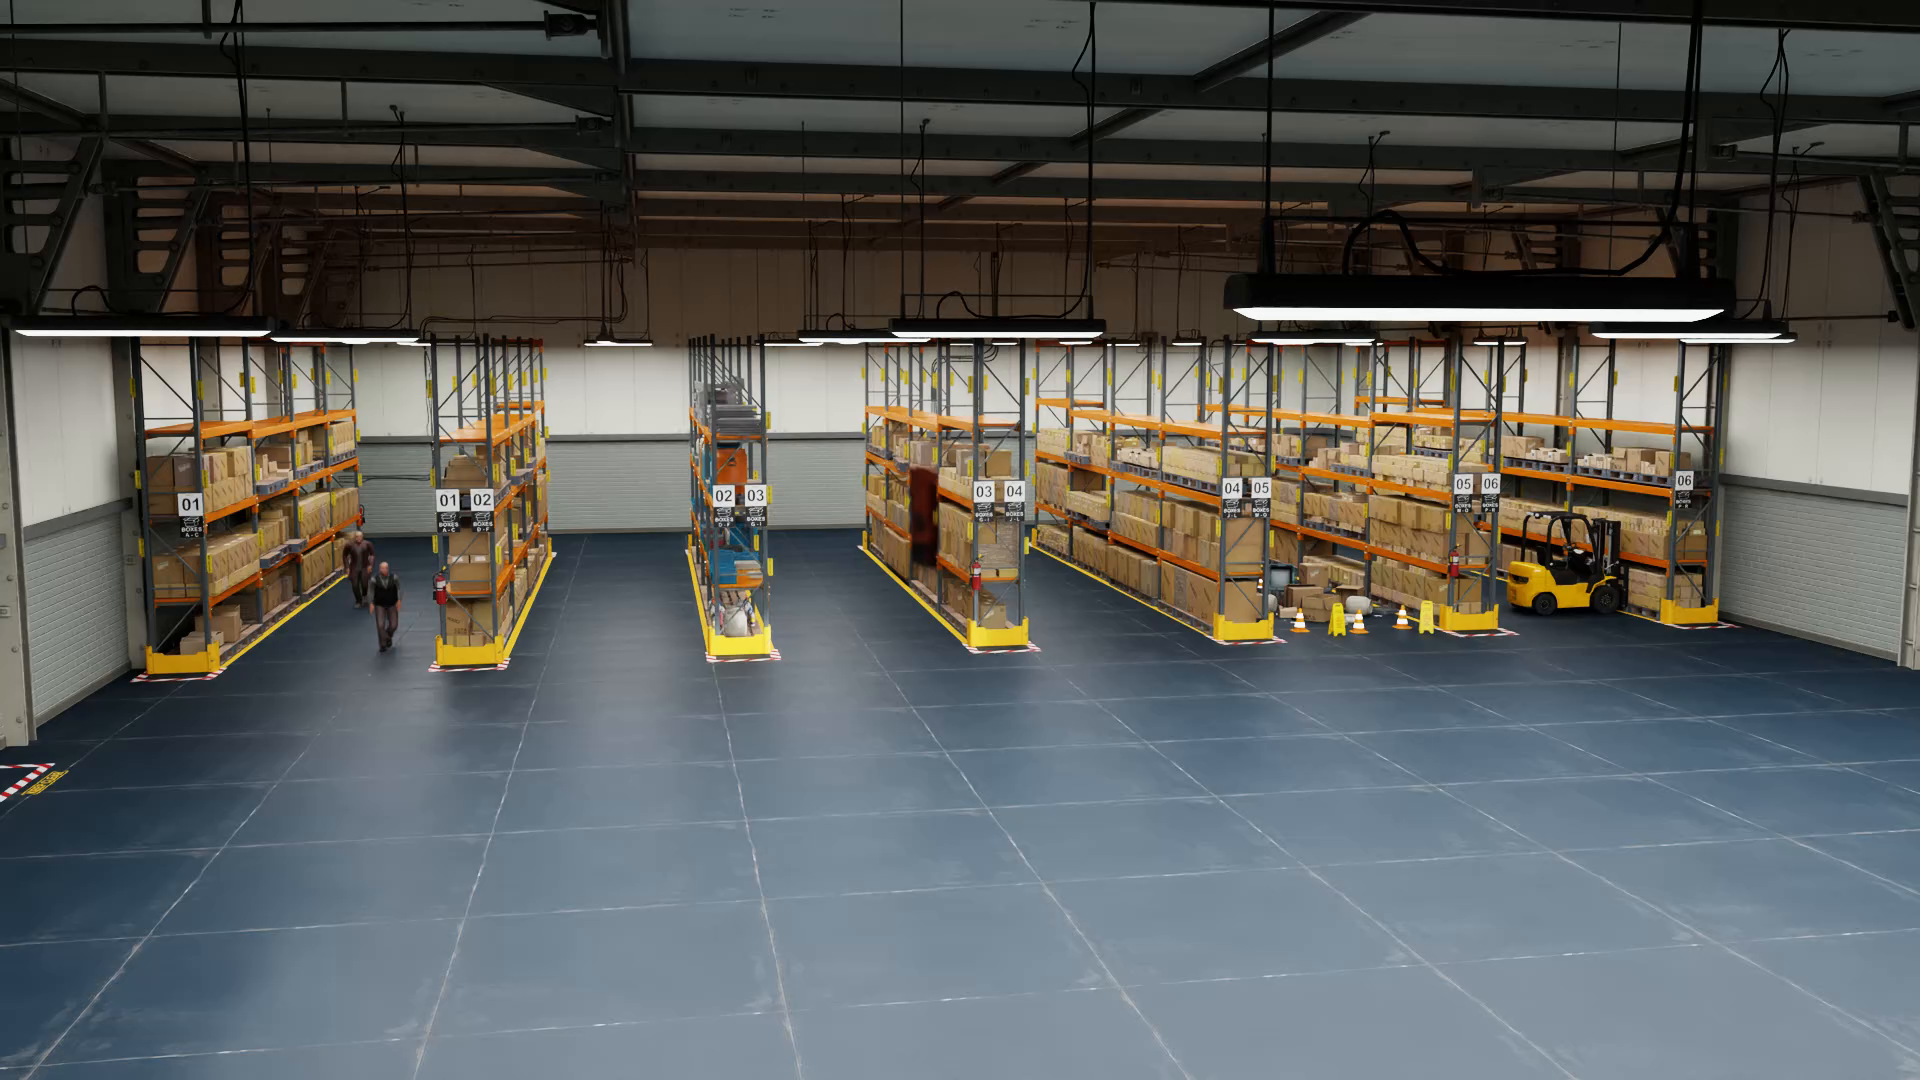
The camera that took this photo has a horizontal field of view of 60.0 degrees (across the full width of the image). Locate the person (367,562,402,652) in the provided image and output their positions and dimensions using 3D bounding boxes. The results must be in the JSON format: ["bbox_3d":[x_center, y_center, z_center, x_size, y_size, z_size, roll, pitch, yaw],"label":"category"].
[{"bbox_3d":[-10.974,1.255,31.749,0.632,1.706,0.598,-3,7,-23],"label":"person"}]

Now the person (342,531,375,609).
[{"bbox_3d":[-13.373,0.640,37.009,0.678,1.734,0.662,-2,7,-14],"label":"person"}]
